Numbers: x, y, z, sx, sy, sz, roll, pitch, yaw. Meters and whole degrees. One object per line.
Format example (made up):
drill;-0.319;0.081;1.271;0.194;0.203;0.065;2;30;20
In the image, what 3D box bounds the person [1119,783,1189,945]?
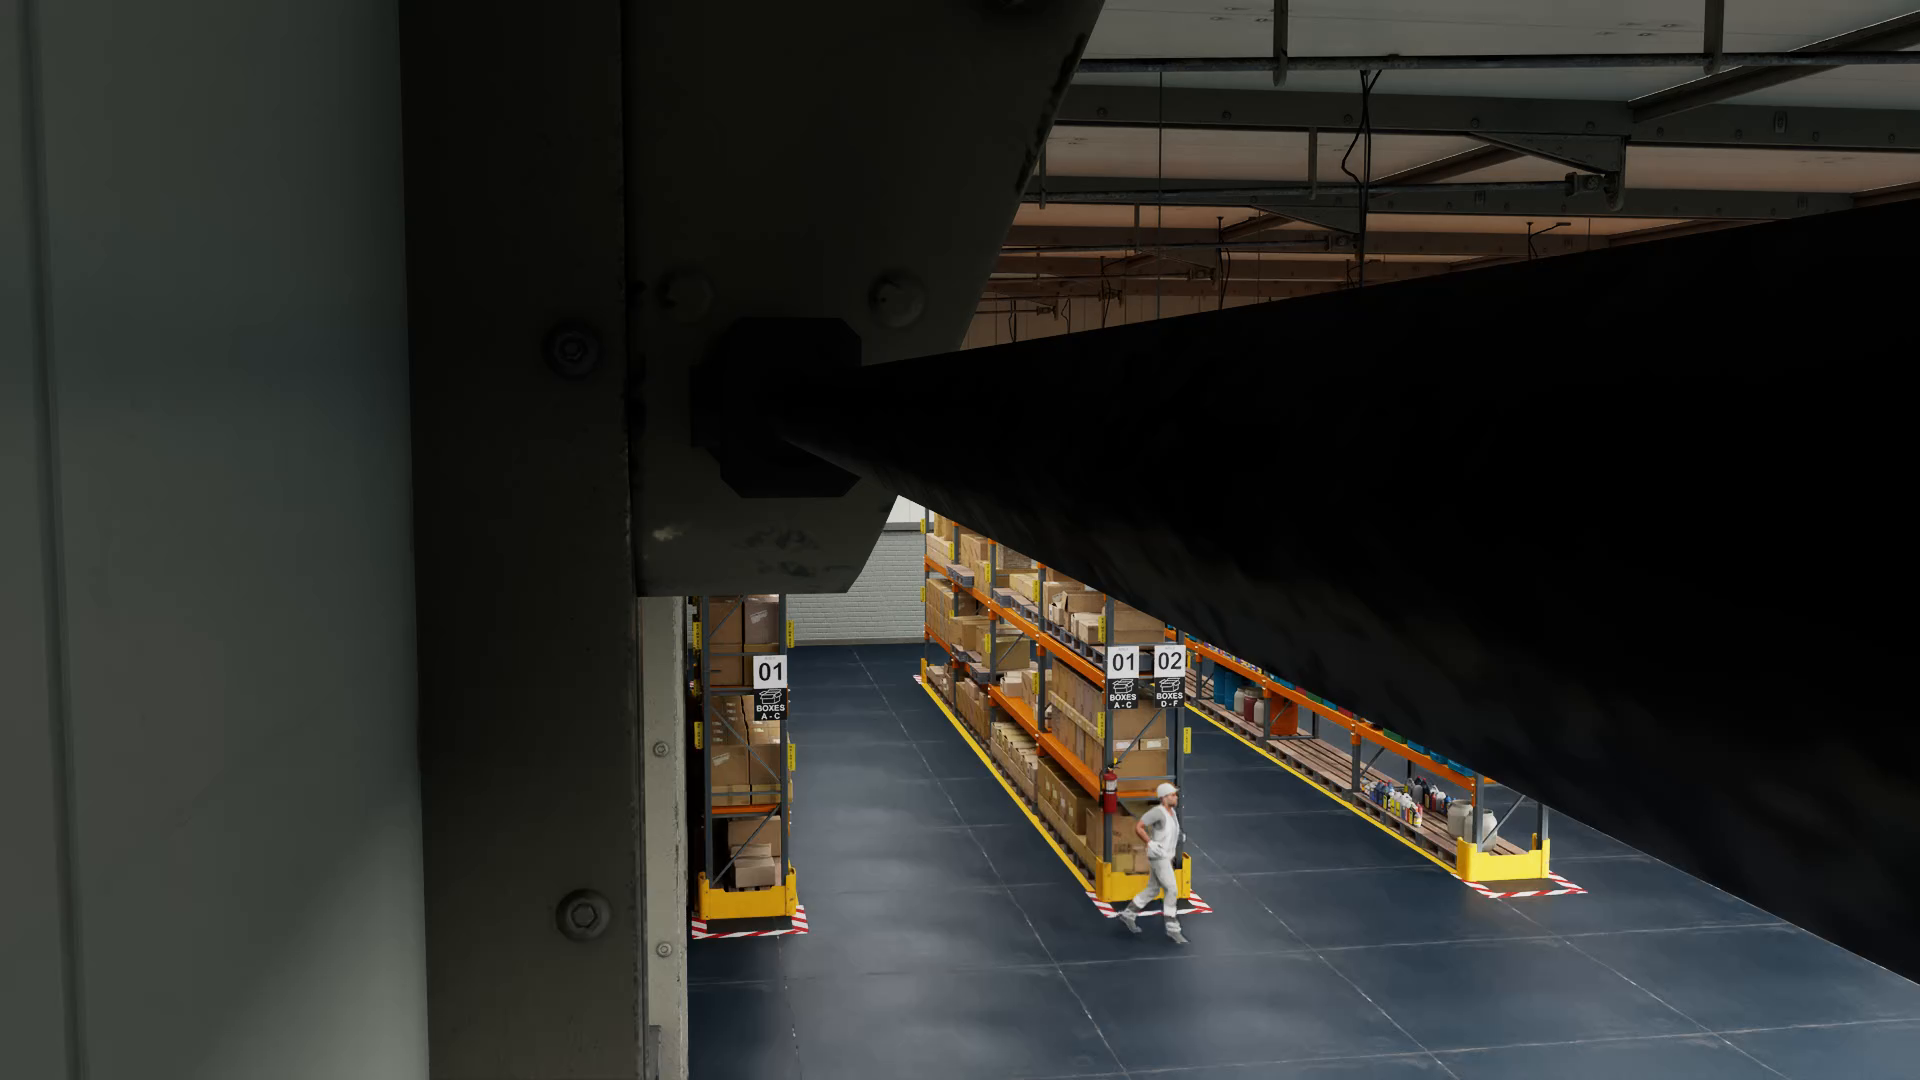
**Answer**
person;2.333;3.741;19.474;0.862;1.811;0.671;2;5;22
